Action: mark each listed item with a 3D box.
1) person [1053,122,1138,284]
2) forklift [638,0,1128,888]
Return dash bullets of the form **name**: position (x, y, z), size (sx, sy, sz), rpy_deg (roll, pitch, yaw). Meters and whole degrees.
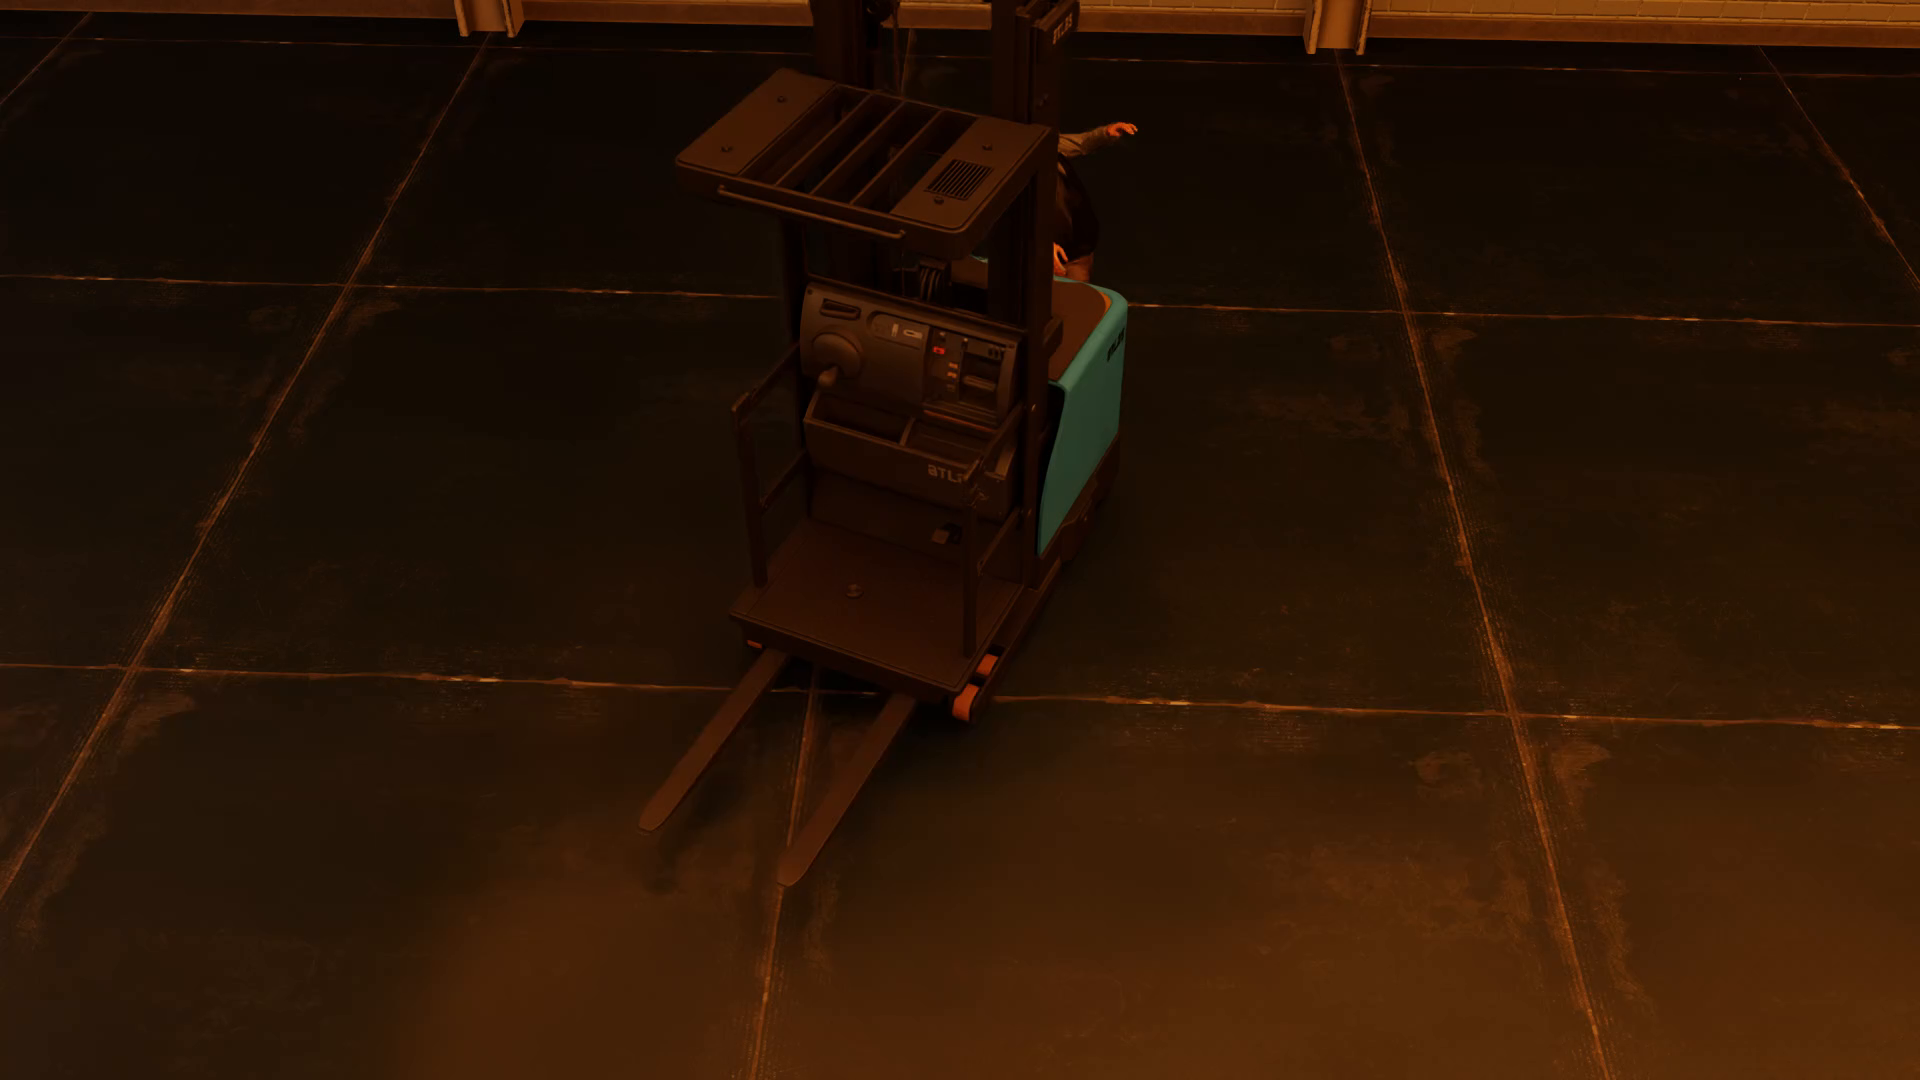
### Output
- **person**: position (0.472, -1.385, 8.318), size (0.711, 1.464, 1.051), rpy_deg (6, 43, 7)
- **forklift**: position (-0.299, -0.648, 6.452), size (1.130, 2.935, 3.031), rpy_deg (17, 45, 18)
